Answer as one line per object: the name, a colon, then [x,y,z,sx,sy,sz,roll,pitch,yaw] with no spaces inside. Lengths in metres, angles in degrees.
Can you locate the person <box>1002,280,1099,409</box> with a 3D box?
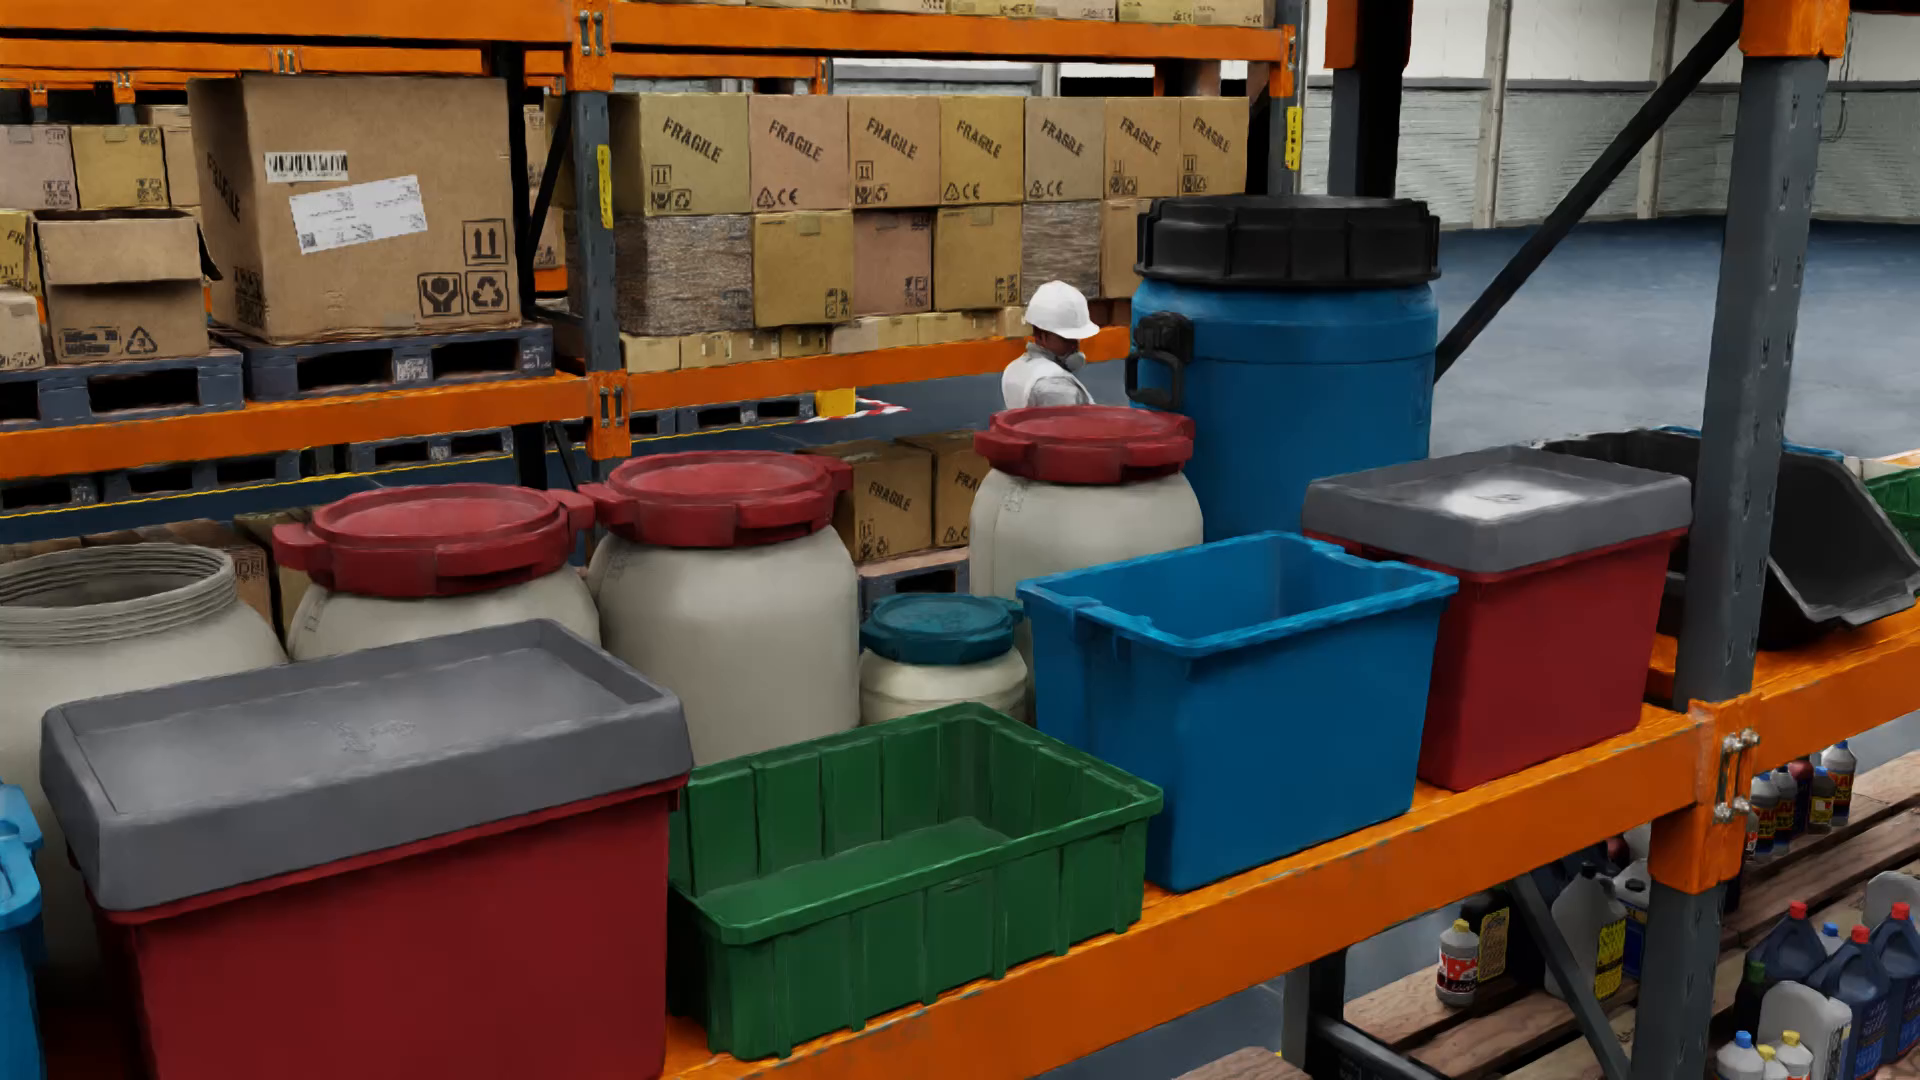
person: [0.374,-0.115,6.358,0.457,1.756,0.582,-6,16,-23]
